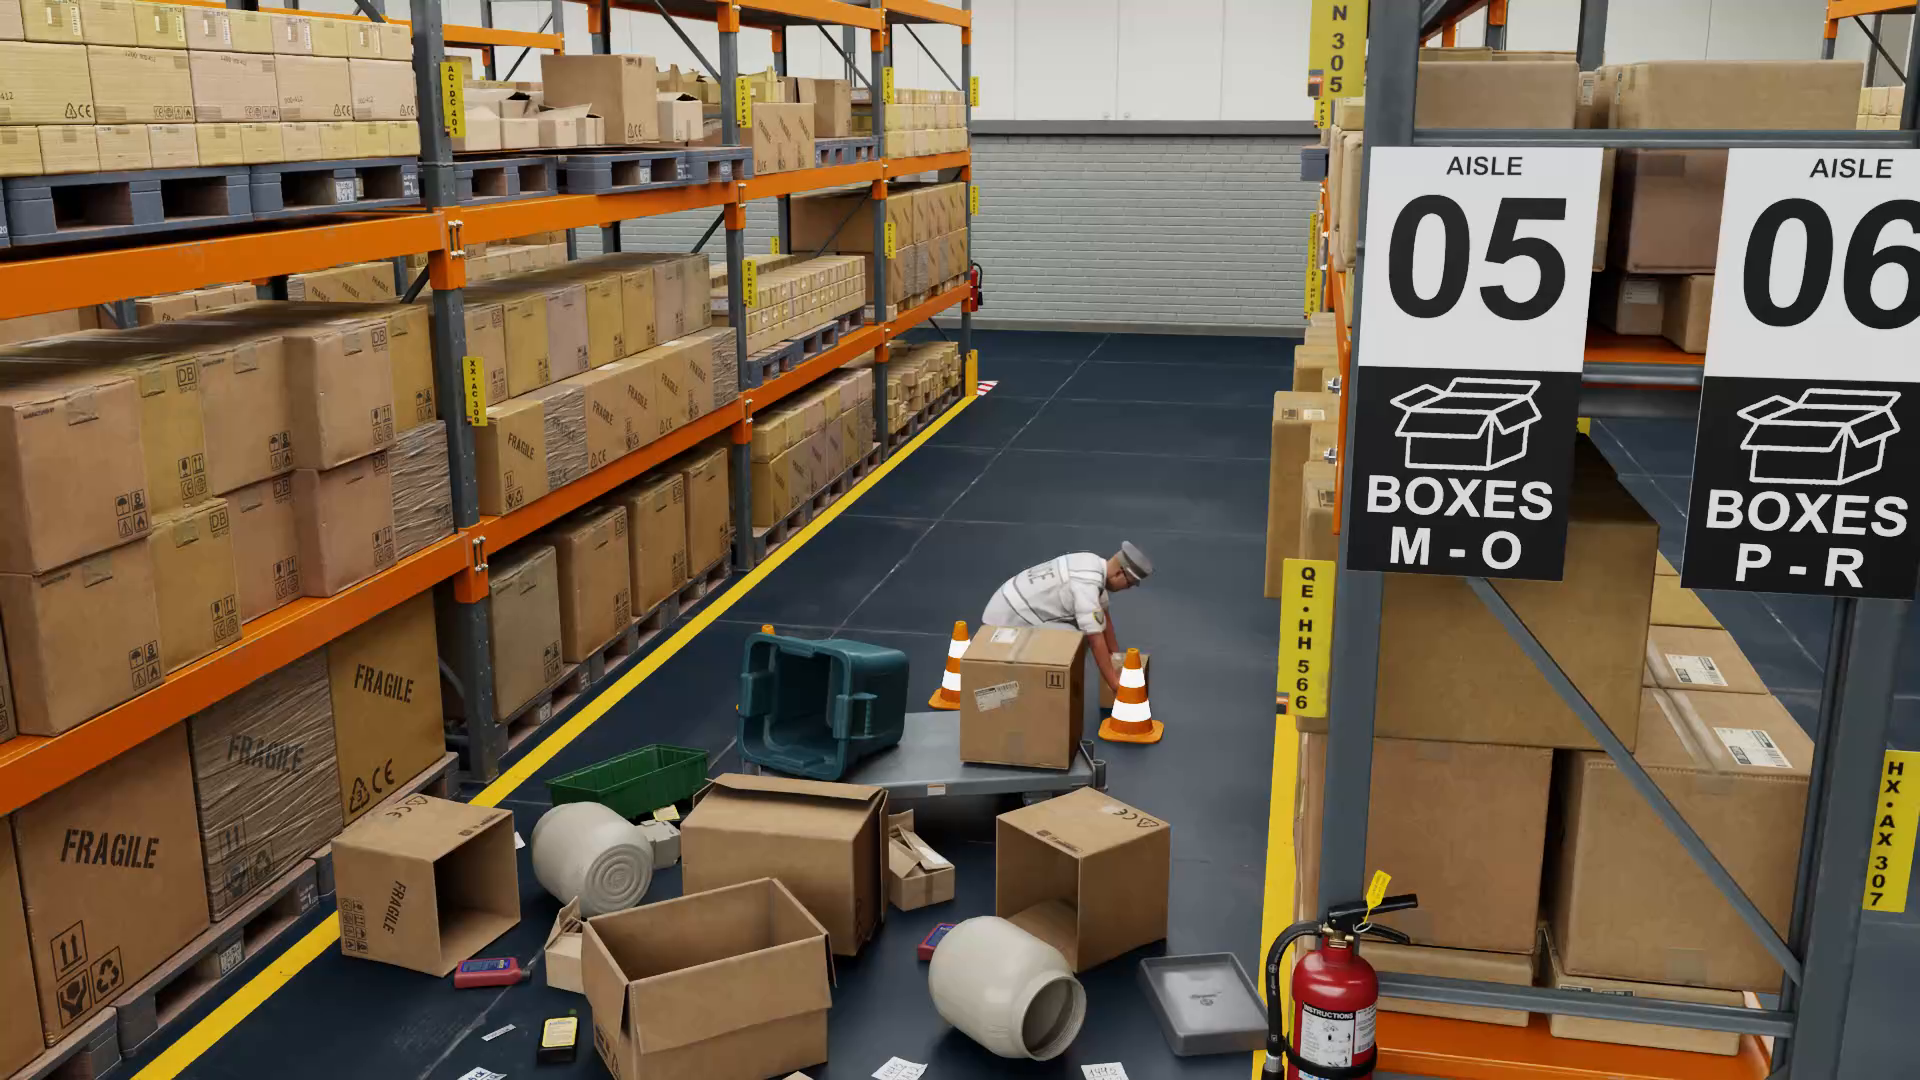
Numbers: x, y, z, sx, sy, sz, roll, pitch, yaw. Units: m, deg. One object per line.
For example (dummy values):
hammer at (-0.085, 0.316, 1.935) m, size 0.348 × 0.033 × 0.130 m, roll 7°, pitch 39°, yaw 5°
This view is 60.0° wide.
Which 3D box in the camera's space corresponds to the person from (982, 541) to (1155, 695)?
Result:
person at (0.611, 0.457, 9.413) m, size 0.954 × 0.920 × 0.552 m, roll 3°, pitch 15°, yaw 11°
